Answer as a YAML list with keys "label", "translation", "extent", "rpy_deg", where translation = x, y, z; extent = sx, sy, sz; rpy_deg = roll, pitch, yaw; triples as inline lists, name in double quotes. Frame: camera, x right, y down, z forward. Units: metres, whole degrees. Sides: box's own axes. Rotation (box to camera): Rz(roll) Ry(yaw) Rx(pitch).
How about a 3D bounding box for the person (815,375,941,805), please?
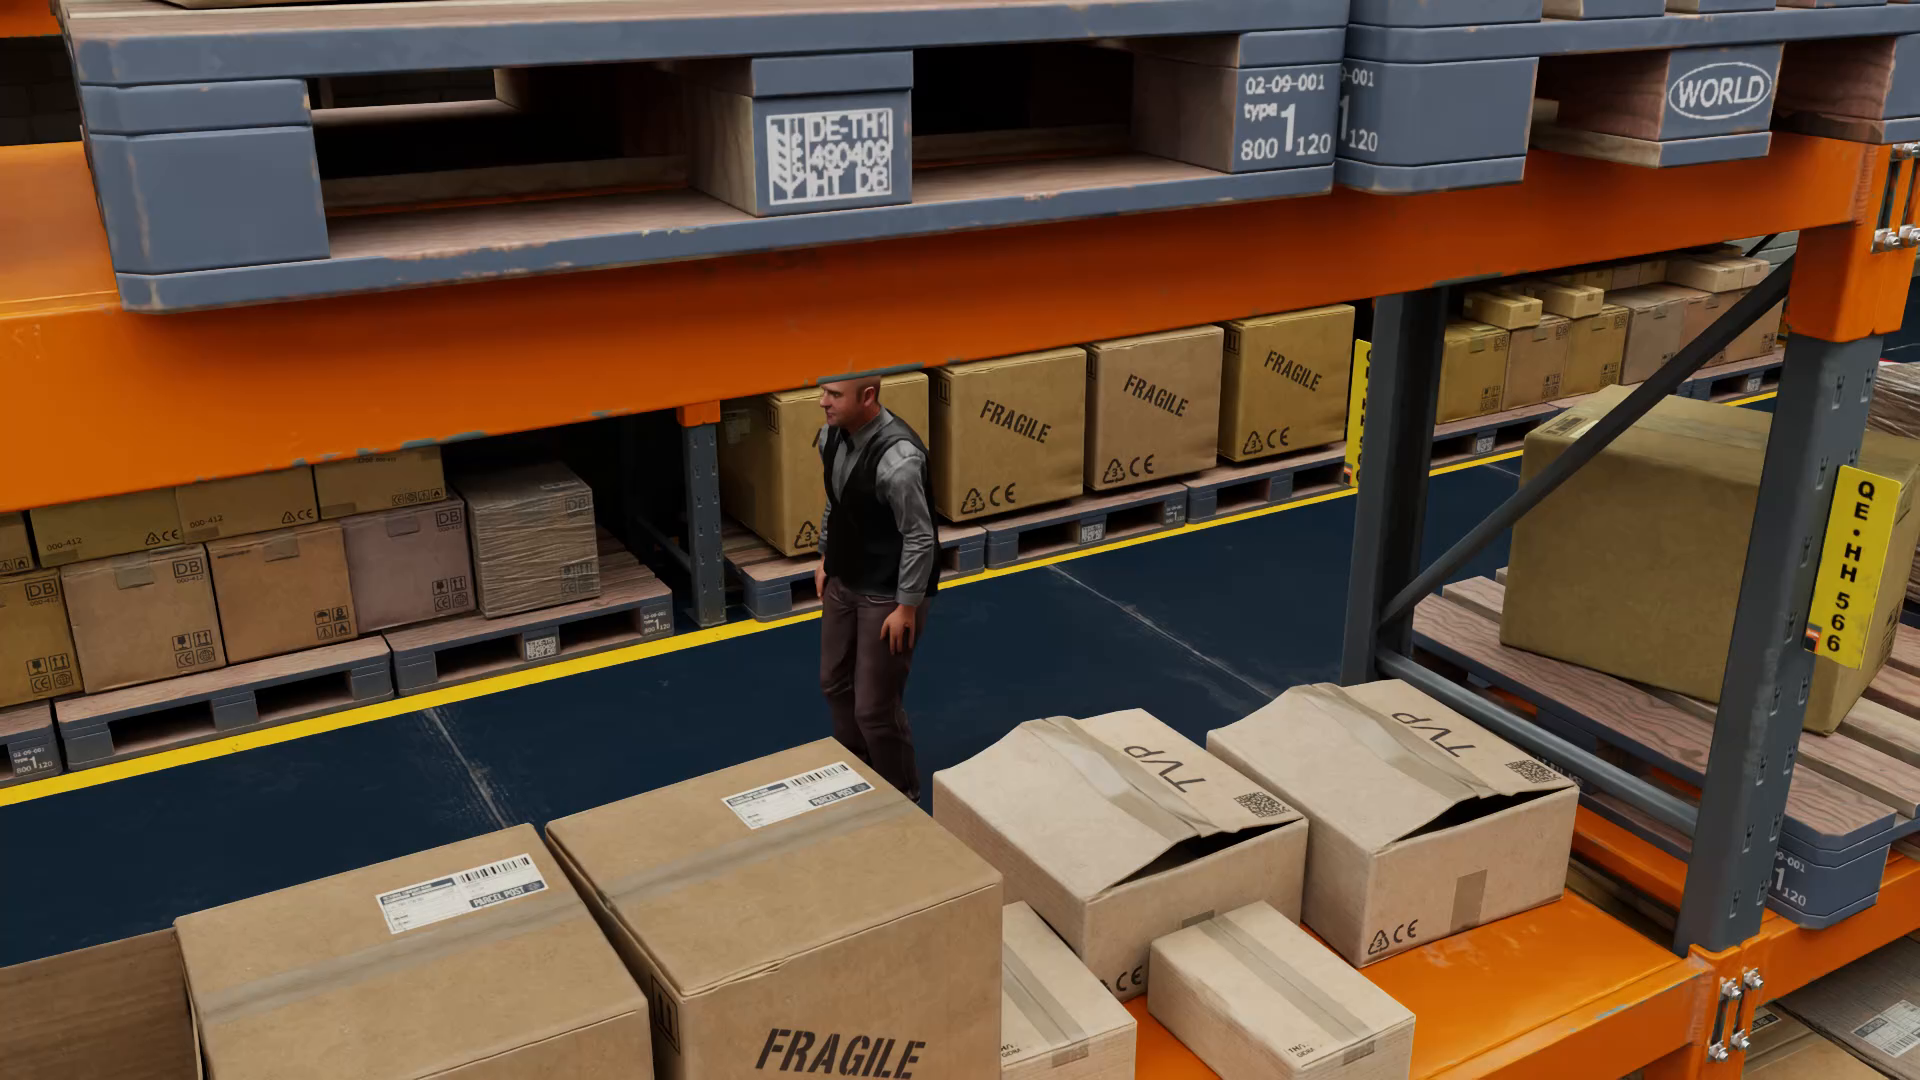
- label: "person"
  translation: [-0.294, 0.173, 5.685]
  extent: [0.425, 1.719, 0.580]
  rpy_deg: [-14, 25, -31]
